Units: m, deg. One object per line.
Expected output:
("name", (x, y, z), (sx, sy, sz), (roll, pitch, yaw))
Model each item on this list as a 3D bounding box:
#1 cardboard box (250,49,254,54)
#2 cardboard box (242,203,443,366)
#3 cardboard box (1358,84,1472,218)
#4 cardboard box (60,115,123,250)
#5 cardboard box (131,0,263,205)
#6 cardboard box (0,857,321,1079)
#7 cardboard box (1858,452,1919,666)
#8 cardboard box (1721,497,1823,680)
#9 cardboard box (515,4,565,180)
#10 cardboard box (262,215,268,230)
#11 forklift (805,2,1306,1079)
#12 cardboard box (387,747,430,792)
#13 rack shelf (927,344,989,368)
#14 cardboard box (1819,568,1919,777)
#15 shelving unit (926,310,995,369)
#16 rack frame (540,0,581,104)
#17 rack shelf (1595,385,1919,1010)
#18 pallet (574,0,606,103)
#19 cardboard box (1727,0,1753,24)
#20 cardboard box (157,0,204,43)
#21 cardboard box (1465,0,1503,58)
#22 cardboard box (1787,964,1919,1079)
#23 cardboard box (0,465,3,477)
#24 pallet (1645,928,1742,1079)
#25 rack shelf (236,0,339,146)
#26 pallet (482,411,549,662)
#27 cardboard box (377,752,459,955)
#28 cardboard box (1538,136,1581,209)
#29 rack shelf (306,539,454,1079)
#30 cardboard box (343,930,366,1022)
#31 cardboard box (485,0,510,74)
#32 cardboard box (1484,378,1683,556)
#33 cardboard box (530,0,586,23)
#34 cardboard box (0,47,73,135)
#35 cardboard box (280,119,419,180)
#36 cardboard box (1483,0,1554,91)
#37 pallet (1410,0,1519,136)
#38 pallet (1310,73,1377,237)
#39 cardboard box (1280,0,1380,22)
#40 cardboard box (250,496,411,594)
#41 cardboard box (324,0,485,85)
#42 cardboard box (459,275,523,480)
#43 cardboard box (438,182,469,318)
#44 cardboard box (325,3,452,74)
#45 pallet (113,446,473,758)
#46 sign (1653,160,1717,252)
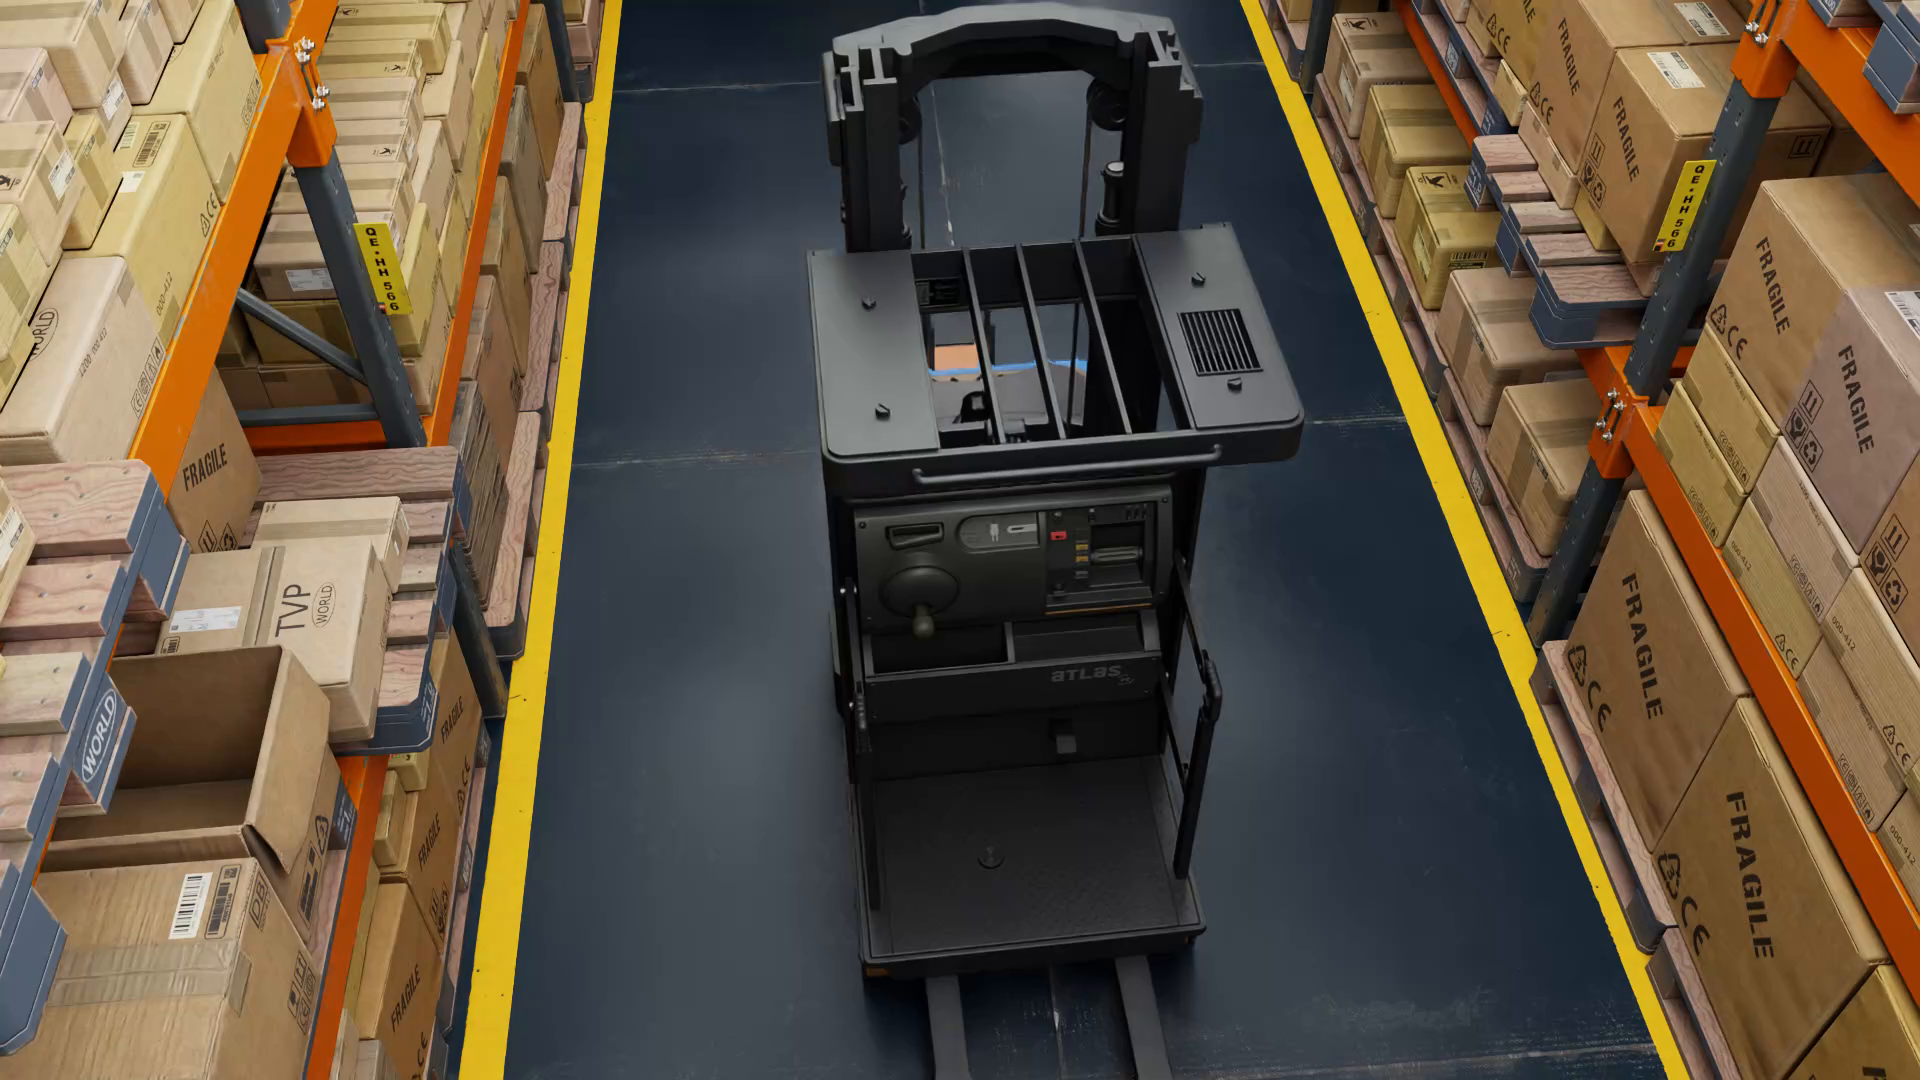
("cardboard box", (-2.569, -1.594, 5.814), (0.380, 0.149, 0.250), (-4, 47, -4))
("cardboard box", (-1.981, -0.830, 5.366), (0.500, 0.250, 0.500), (-4, 47, -3))
("cardboard box", (2.509, -1.912, 8.152), (0.950, 0.372, 0.625), (-1, 47, -1))
("cardboard box", (-1.879, -0.690, 3.237), (0.380, 0.149, 0.250), (-3, 47, -3))
("cardboard box", (-1.927, -0.996, 3.801), (0.500, 0.250, 0.500), (-5, 47, -5))
("cardboard box", (-1.804, 1.037, 3.481), (0.700, 0.500, 0.500), (-4, 47, -3))
("cardboard box", (2.611, 0.050, 4.016), (0.500, 0.500, 0.500), (-2, 47, -2))
("cardboard box", (2.585, 0.114, 4.815), (0.500, 0.250, 0.500), (-5, 47, -4))
("cardboard box", (-2.492, -2.218, 8.267), (0.875, 0.625, 0.625), (-2, 47, -2))
("cardboard box", (-2.571, -1.171, 5.688), (0.500, 0.250, 0.500), (-3, 47, -3))
("forklift", (0.188, 0.162, 4.714), (1.130, 2.935, 3.031), (-5, 47, -5))
("cardboard box", (-1.864, 0.657, 5.184), (0.380, 0.149, 0.250), (-6, 47, -5))
("rack shelf", (-0.001, -0.640, 6.232), (0.258, 0.103, 0.180), (-3, 47, -3))
("cardboard box", (2.602, 0.320, 4.277), (0.500, 0.250, 0.500), (-4, 47, -3))
("shelving unit", (-0.001, -0.423, 6.461), (0.258, 1.200, 0.189), (-3, 47, -3))
("rack frame", (-2.547, -3.267, 7.914), (1.000, 3.000, 0.127), (-3, 47, -3))
("rack shelf", (2.902, 1.018, 4.352), (1.077, 0.370, 4.000), (-3, 47, -3))
("pallet", (-2.571, -2.886, 9.474), (1.003, 0.211, 1.213), (-3, 47, -3))
("cardboard box", (2.876, -1.674, 5.843), (0.500, 0.500, 0.500), (-1, 47, -1))
("cardboard box", (-1.942, -1.248, 3.765), (0.380, 0.149, 0.250), (-3, 47, -2))
("cardboard box", (2.264, -2.074, 6.669), (0.380, 0.149, 0.250), (-5, 47, -5))
("cardboard box", (2.854, 1.707, 4.378), (0.875, 0.875, 0.875), (-2, 47, -2))
("cardboard box", (-1.652, -0.058, 2.420), (0.380, 0.149, 0.250), (-3, 47, -3))
("pallet", (2.824, 1.738, 5.095), (1.003, 0.211, 1.213), (-3, 47, -3))
("rack shelf", (-2.379, -2.604, 5.716), (1.077, 0.370, 4.000), (-3, 47, -3))
("pallet", (-2.242, -0.012, 6.752), (1.003, 0.211, 1.213), (-3, 47, -3))
("cardboard box", (-1.931, 0.998, 5.308), (0.500, 0.500, 0.500), (-4, 47, -4))
("cardboard box", (2.312, -1.327, 5.961), (0.380, 0.149, 0.250), (-4, 47, -4))
("rack shelf", (-2.044, 1.322, 4.064), (1.077, 0.370, 4.000), (-3, 47, -3))
("cardboard box", (-1.888, 1.225, 4.646), (0.380, 0.149, 0.250), (-4, 47, -4))
("cardboard box", (-2.185, -2.142, 6.952), (0.500, 0.250, 0.500), (-3, 47, -3))
("cardboard box", (2.697, -0.327, 6.651), (0.950, 0.372, 0.625), (-6, 47, -6))
("cardboard box", (-2.280, -3.006, 8.928), (0.500, 0.250, 0.500), (-4, 47, -3))
("cardboard box", (-1.920, -0.788, 3.125), (0.380, 0.149, 0.250), (-4, 47, -4))
("cardboard box", (-2.016, -1.256, 5.494), (0.380, 0.149, 0.250), (-2, 47, -2))
("cardboard box", (2.321, -2.008, 6.160), (0.500, 0.500, 0.500), (-6, 47, -6))
("pallet", (2.528, -2.041, 6.885), (1.003, 0.211, 1.213), (-3, 47, -3))
("pallet", (2.466, -2.049, 8.682), (1.003, 0.211, 1.213), (-3, 47, -3))
("cardboard box", (2.082, -3.181, 9.438), (0.500, 0.250, 0.500), (-2, 47, -1))
("cardboard box", (-1.774, 0.021, 4.684), (0.380, 0.149, 0.250), (-3, 47, -3))
("cardboard box", (-2.140, -1.939, 6.416), (0.500, 0.250, 0.500), (-3, 47, -3))
("cardboard box", (-2.313, -0.625, 6.759), (0.875, 0.625, 0.625), (-2, 47, -2))
("cardboard box", (-2.043, -1.021, 5.891), (0.500, 0.250, 0.500), (-4, 47, -4))
("cardboard box", (-2.063, -1.812, 6.021), (0.380, 0.149, 0.250), (-3, 47, -2))
("pallet", (-2.085, 0.180, 4.783), (1.213, 0.211, 1.003), (-3, 47, -3))
("sign", (2.194, -1.008, 5.032), (0.100, 0.325, 0.005), (-3, 47, -3))
